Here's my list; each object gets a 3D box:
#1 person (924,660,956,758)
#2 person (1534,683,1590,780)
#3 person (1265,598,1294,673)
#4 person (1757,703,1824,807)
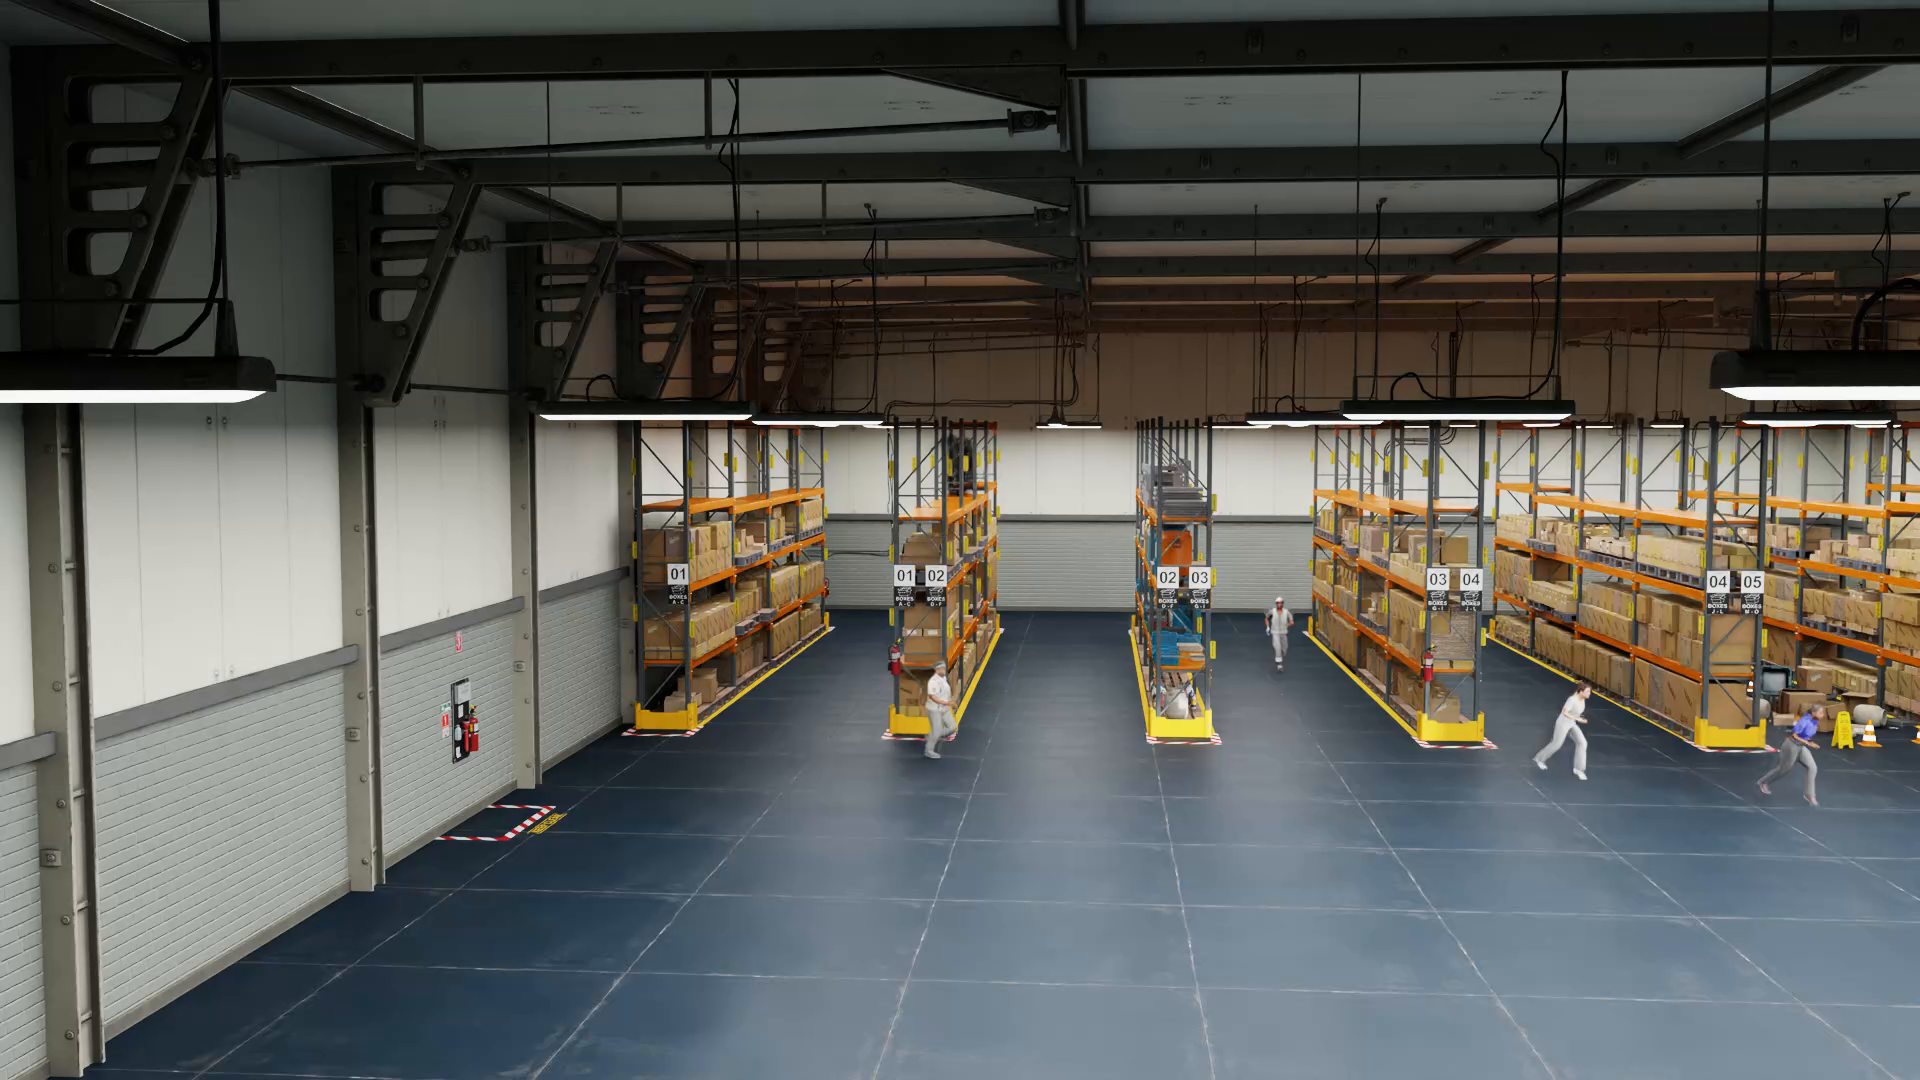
[{"bbox_3d":[-0.323,2.951,29.128,0.671,1.729,0.646,2,4,27],"label":"person"},{"bbox_3d":[10.038,3.143,27.705,0.606,1.626,0.961,-4,5,-43],"label":"person"},{"bbox_3d":[7.606,2.245,39.617,0.660,1.766,0.873,0,4,2],"label":"person"},{"bbox_3d":[12.867,3.282,25.748,0.617,1.615,0.967,-3,5,-40],"label":"person"}]
